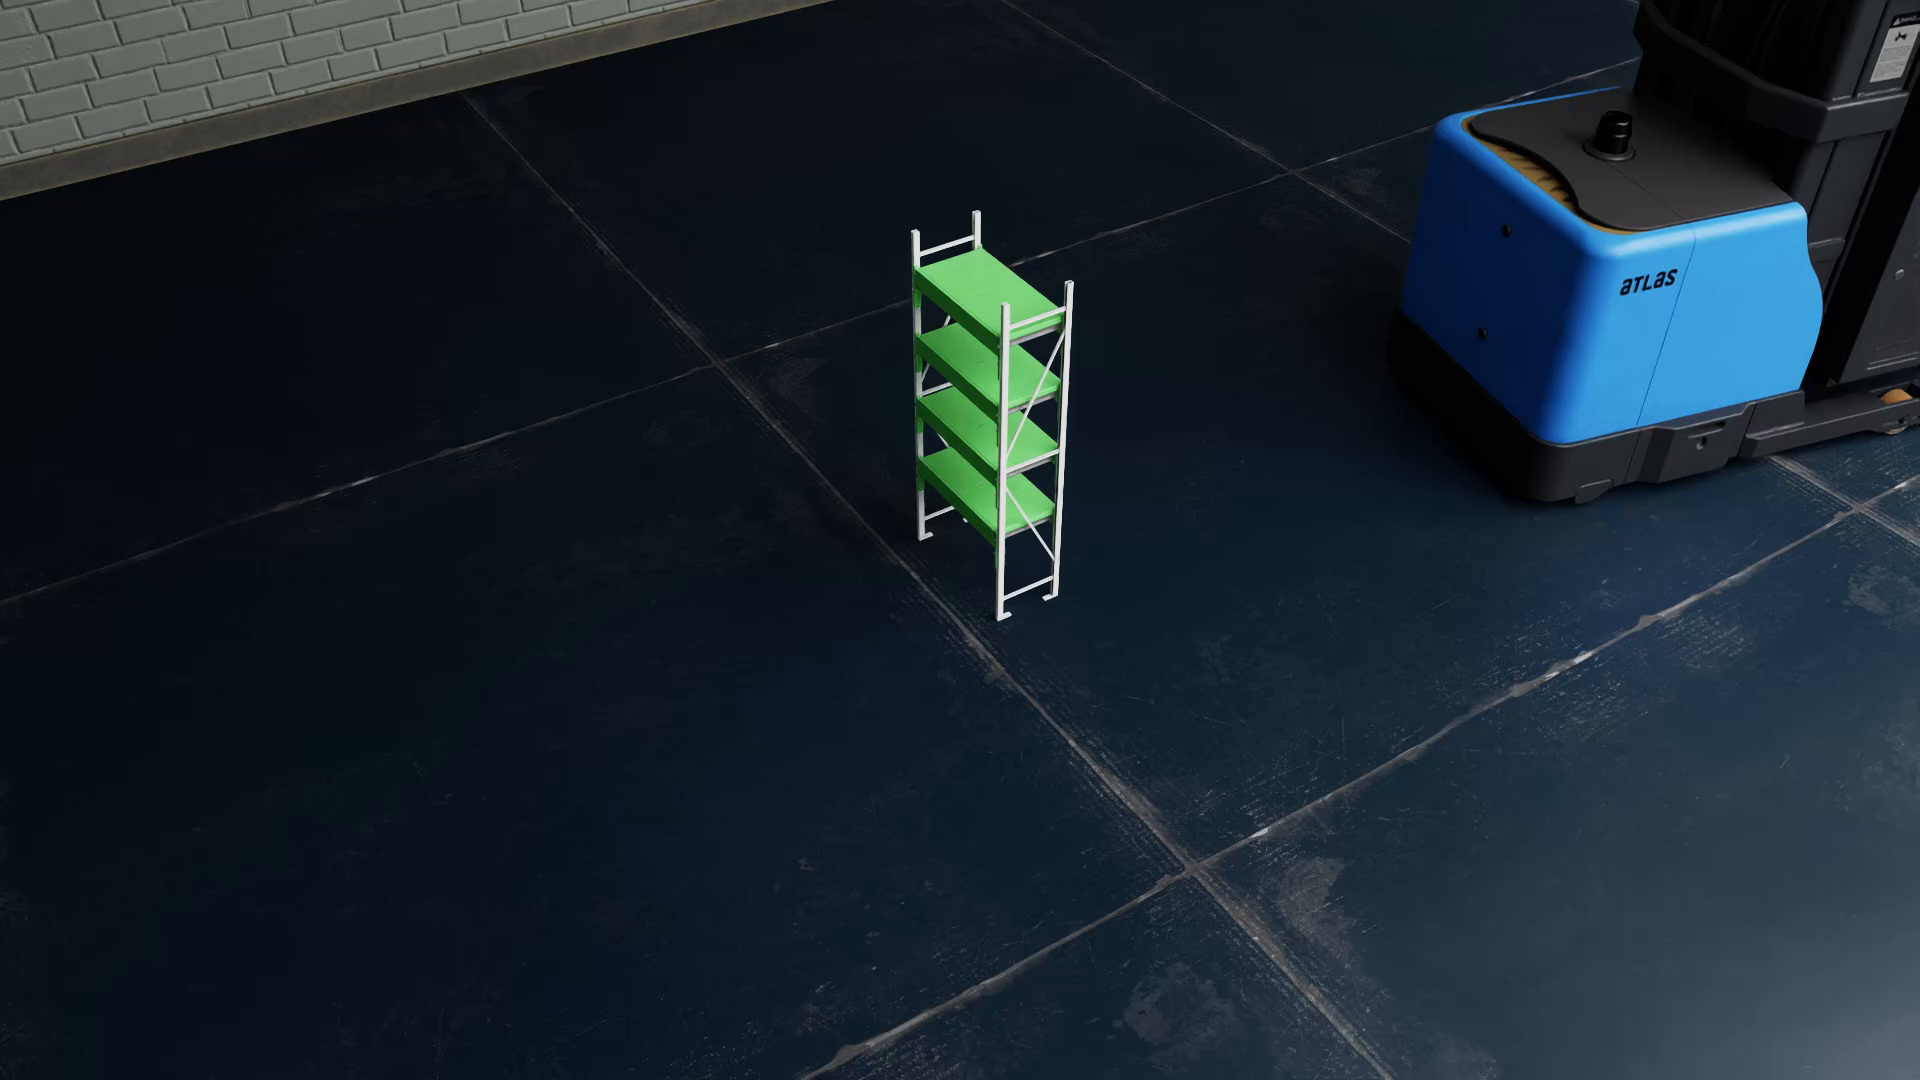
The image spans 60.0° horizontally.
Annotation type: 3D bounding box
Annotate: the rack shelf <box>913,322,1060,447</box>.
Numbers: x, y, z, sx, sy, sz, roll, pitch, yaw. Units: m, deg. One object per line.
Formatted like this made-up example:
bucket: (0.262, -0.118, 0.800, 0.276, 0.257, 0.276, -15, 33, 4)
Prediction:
rack shelf: (0.089, -0.507, 5.146, 0.258, 0.148, 0.480, -22, 45, -24)

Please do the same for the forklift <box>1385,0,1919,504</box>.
forklift: (3.233, -1.827, 5.653, 3.031, 2.935, 1.130, -13, 42, -15)

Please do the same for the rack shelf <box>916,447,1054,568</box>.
rack shelf: (0.089, -0.138, 5.453, 0.258, 0.148, 0.480, -22, 45, -24)

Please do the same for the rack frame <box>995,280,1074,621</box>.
rack frame: (0.220, -0.240, 5.101, 0.240, 1.200, 0.015, -22, 45, -24)

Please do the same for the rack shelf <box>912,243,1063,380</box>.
rack shelf: (0.089, -0.691, 4.992, 0.258, 0.148, 0.480, -22, 45, -24)

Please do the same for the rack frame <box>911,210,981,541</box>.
rack frame: (-0.042, -0.503, 5.417, 0.240, 1.200, 0.015, -22, 45, -24)

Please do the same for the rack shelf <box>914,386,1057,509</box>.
rack shelf: (0.089, -0.323, 5.300, 0.258, 0.148, 0.480, -22, 45, -24)

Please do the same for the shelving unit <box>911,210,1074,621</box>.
shelving unit: (0.089, -0.372, 5.259, 0.258, 1.200, 0.503, -22, 45, -24)
